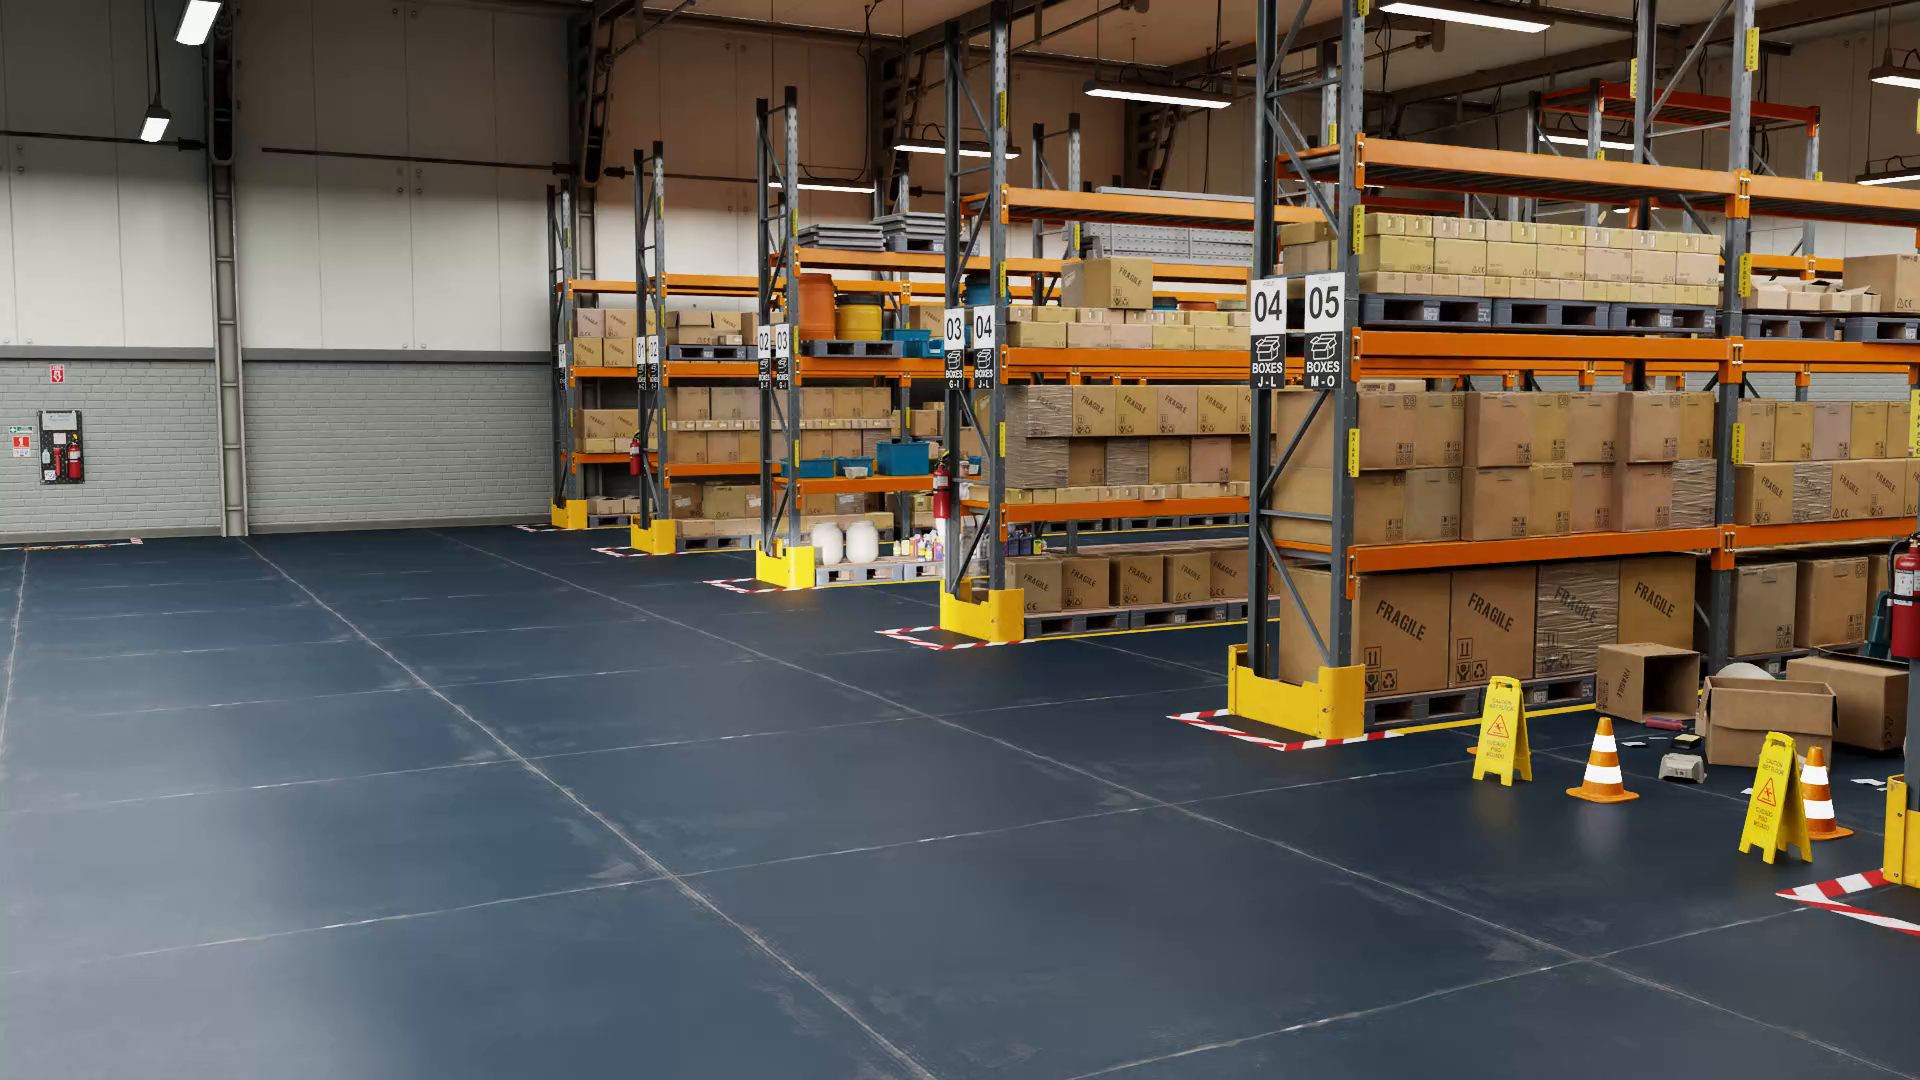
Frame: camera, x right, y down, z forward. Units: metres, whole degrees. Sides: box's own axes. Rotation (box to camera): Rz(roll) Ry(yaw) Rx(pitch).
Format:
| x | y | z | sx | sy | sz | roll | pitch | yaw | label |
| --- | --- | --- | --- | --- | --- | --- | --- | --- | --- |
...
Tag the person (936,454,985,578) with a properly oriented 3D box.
| x | y | z | sx | sy | sz | roll | pitch | yaw | label |
| --- | --- | --- | --- | --- | --- | --- | --- | --- | --- |
| 0.027 | -0.084 | 18.156 | 0.587 | 1.695 | 0.531 | -3 | 6 | -29 | person |
